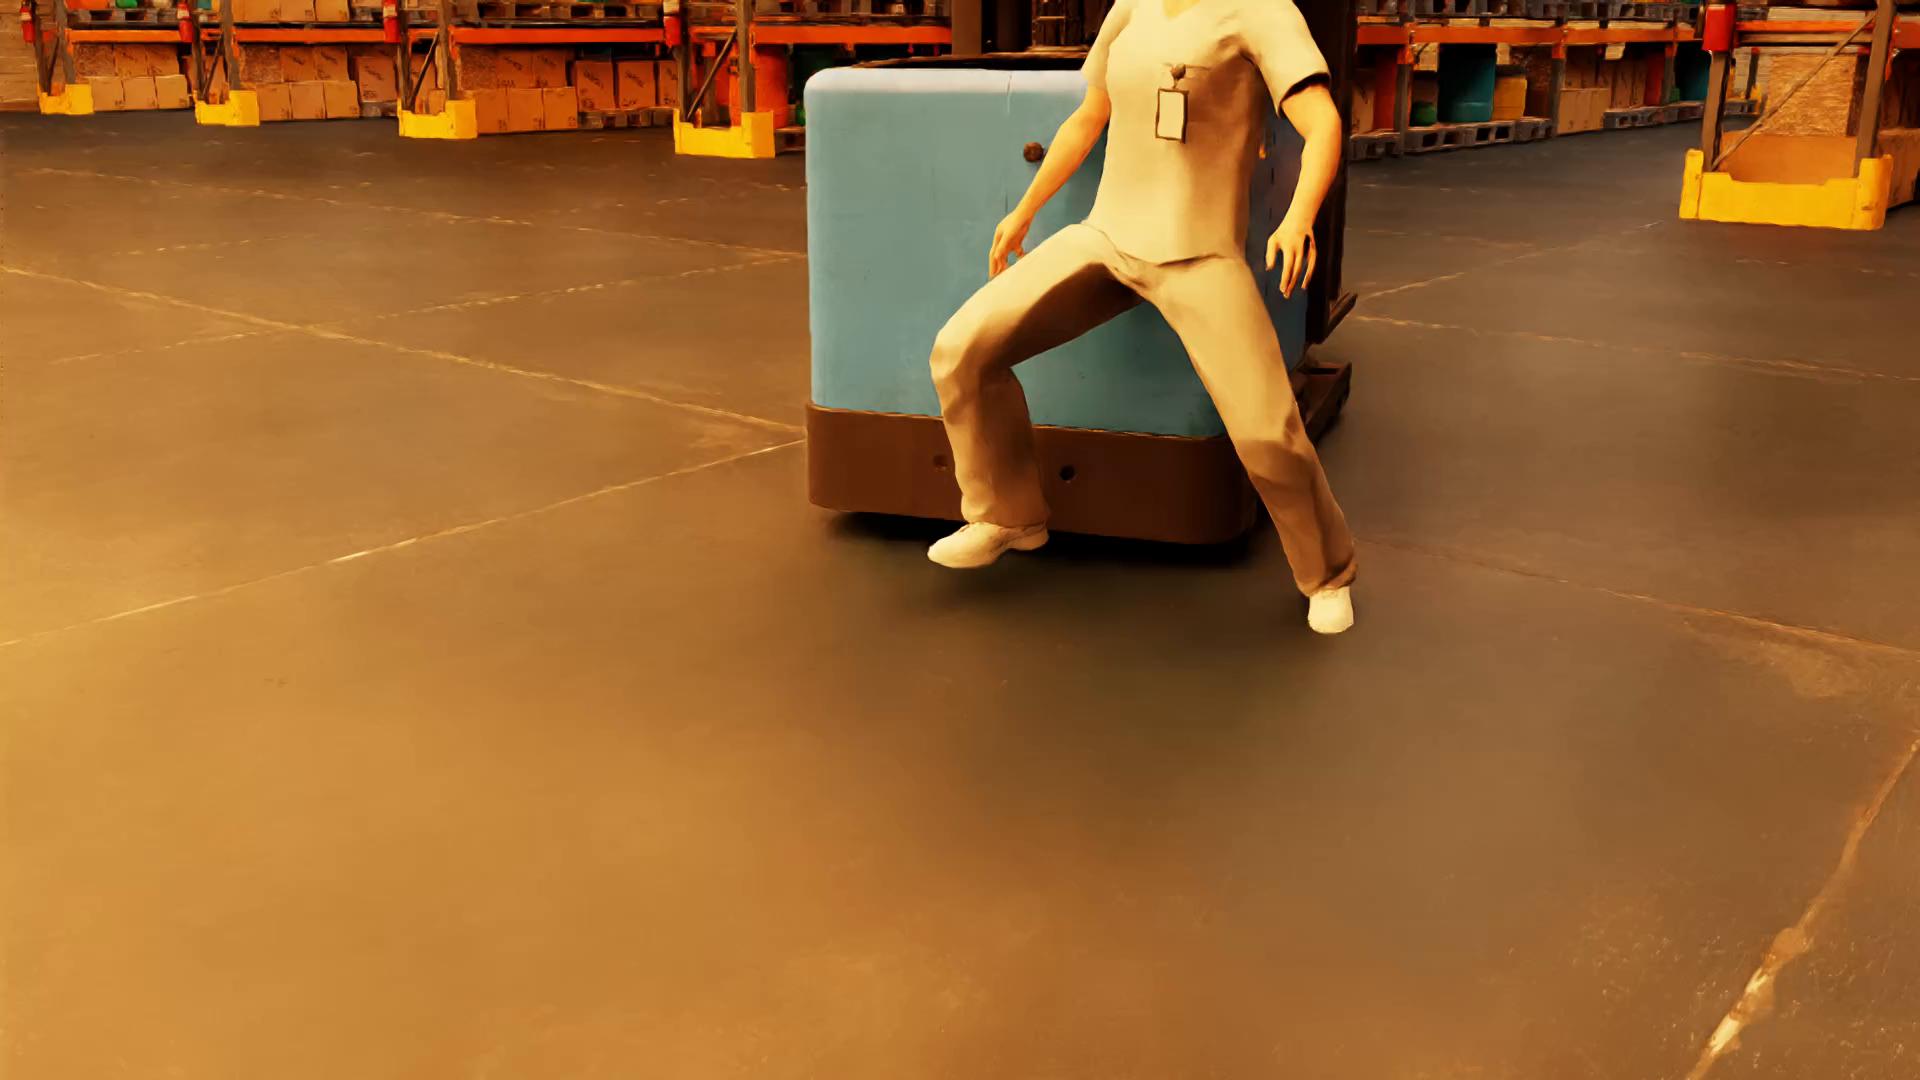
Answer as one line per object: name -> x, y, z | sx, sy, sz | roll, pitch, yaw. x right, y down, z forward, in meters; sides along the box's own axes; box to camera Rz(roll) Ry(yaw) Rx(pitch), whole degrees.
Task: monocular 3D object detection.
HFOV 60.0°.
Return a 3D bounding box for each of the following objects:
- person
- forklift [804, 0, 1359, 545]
person -> 0.435, -0.585, 3.280 | 0.860, 1.550, 0.687 | 16, 23, 42
forklift -> 0.604, -1.780, 4.759 | 1.130, 2.935, 3.031 | 6, 18, 19
